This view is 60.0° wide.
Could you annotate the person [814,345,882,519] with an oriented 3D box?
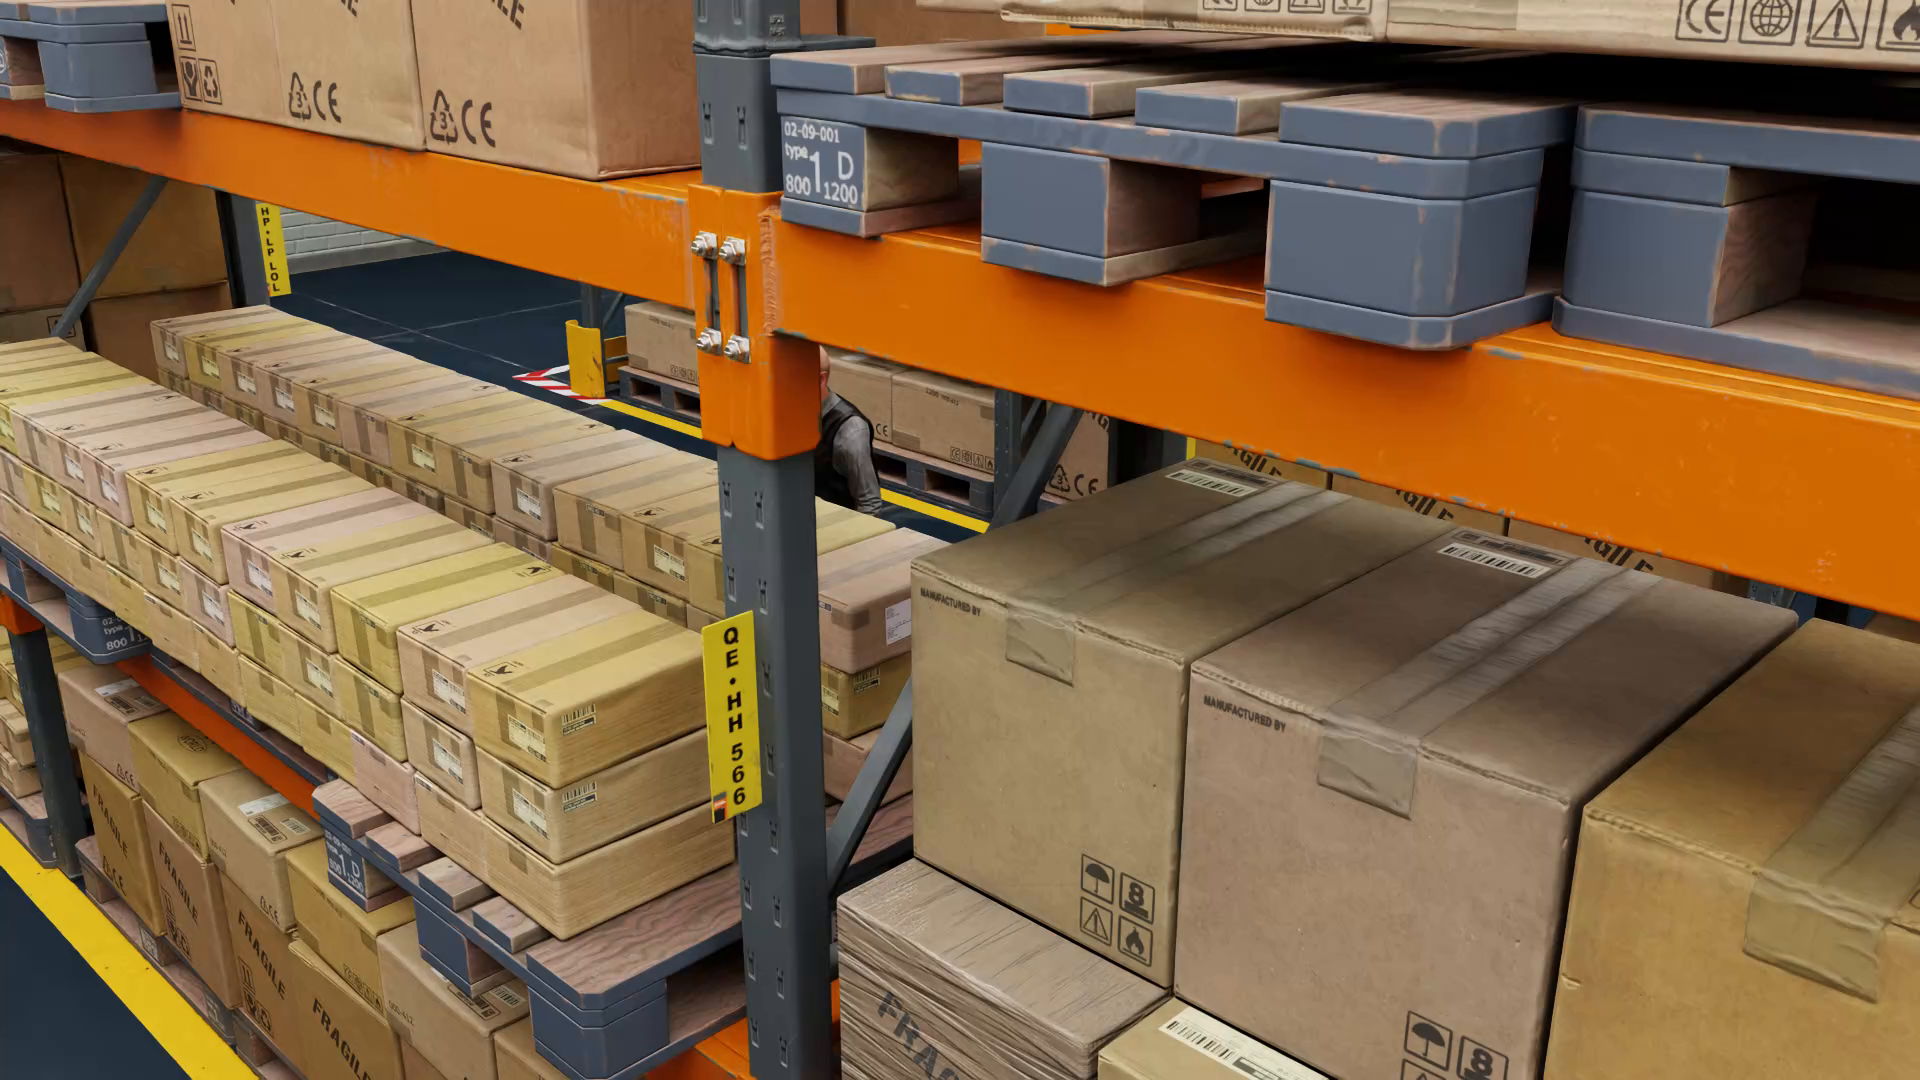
[{"bbox_3d":[-0.535,0.052,6.473,0.578,1.720,0.421,18,27,40],"label":"person"}]
